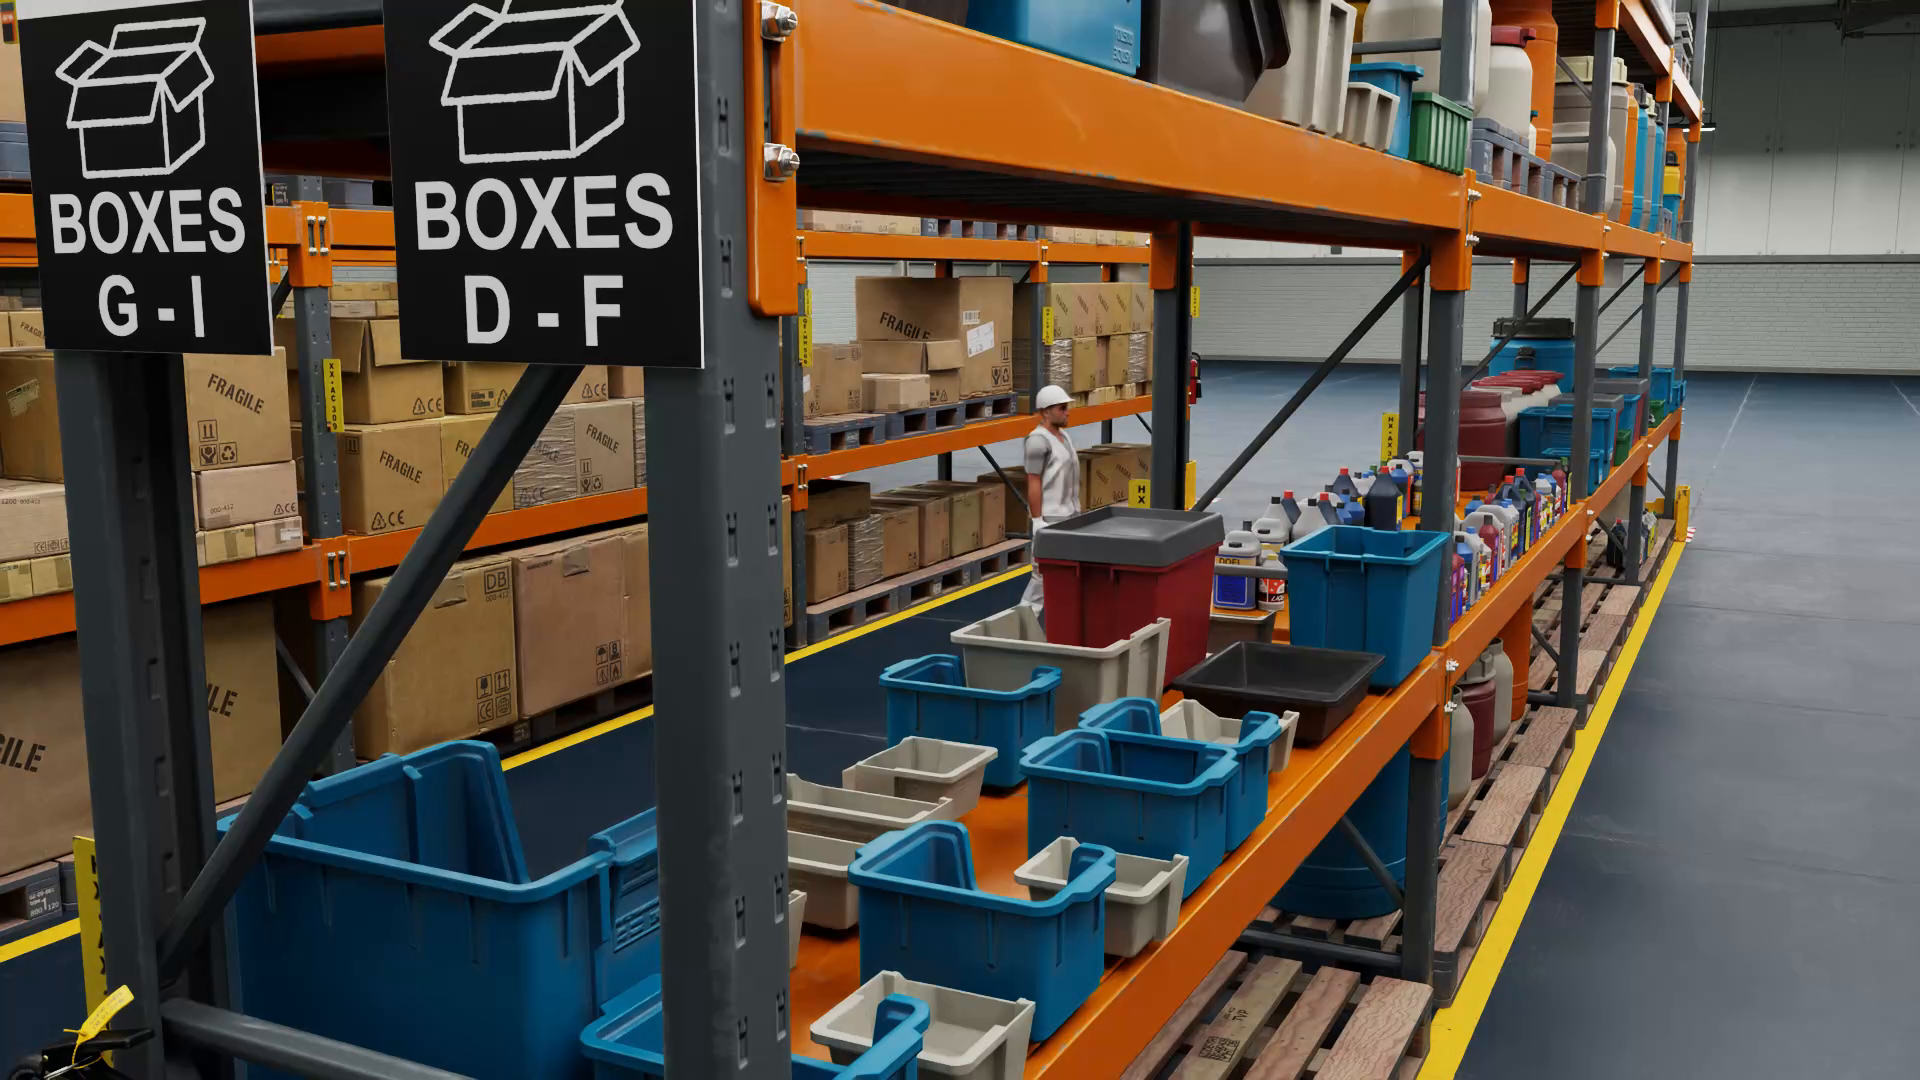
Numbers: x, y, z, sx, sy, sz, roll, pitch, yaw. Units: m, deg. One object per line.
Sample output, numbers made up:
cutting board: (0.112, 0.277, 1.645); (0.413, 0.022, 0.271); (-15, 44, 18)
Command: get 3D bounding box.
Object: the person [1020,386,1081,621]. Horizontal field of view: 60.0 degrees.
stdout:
person: (0.673, -0.125, 11.133); (0.482, 1.812, 0.541); (5, 10, 28)
